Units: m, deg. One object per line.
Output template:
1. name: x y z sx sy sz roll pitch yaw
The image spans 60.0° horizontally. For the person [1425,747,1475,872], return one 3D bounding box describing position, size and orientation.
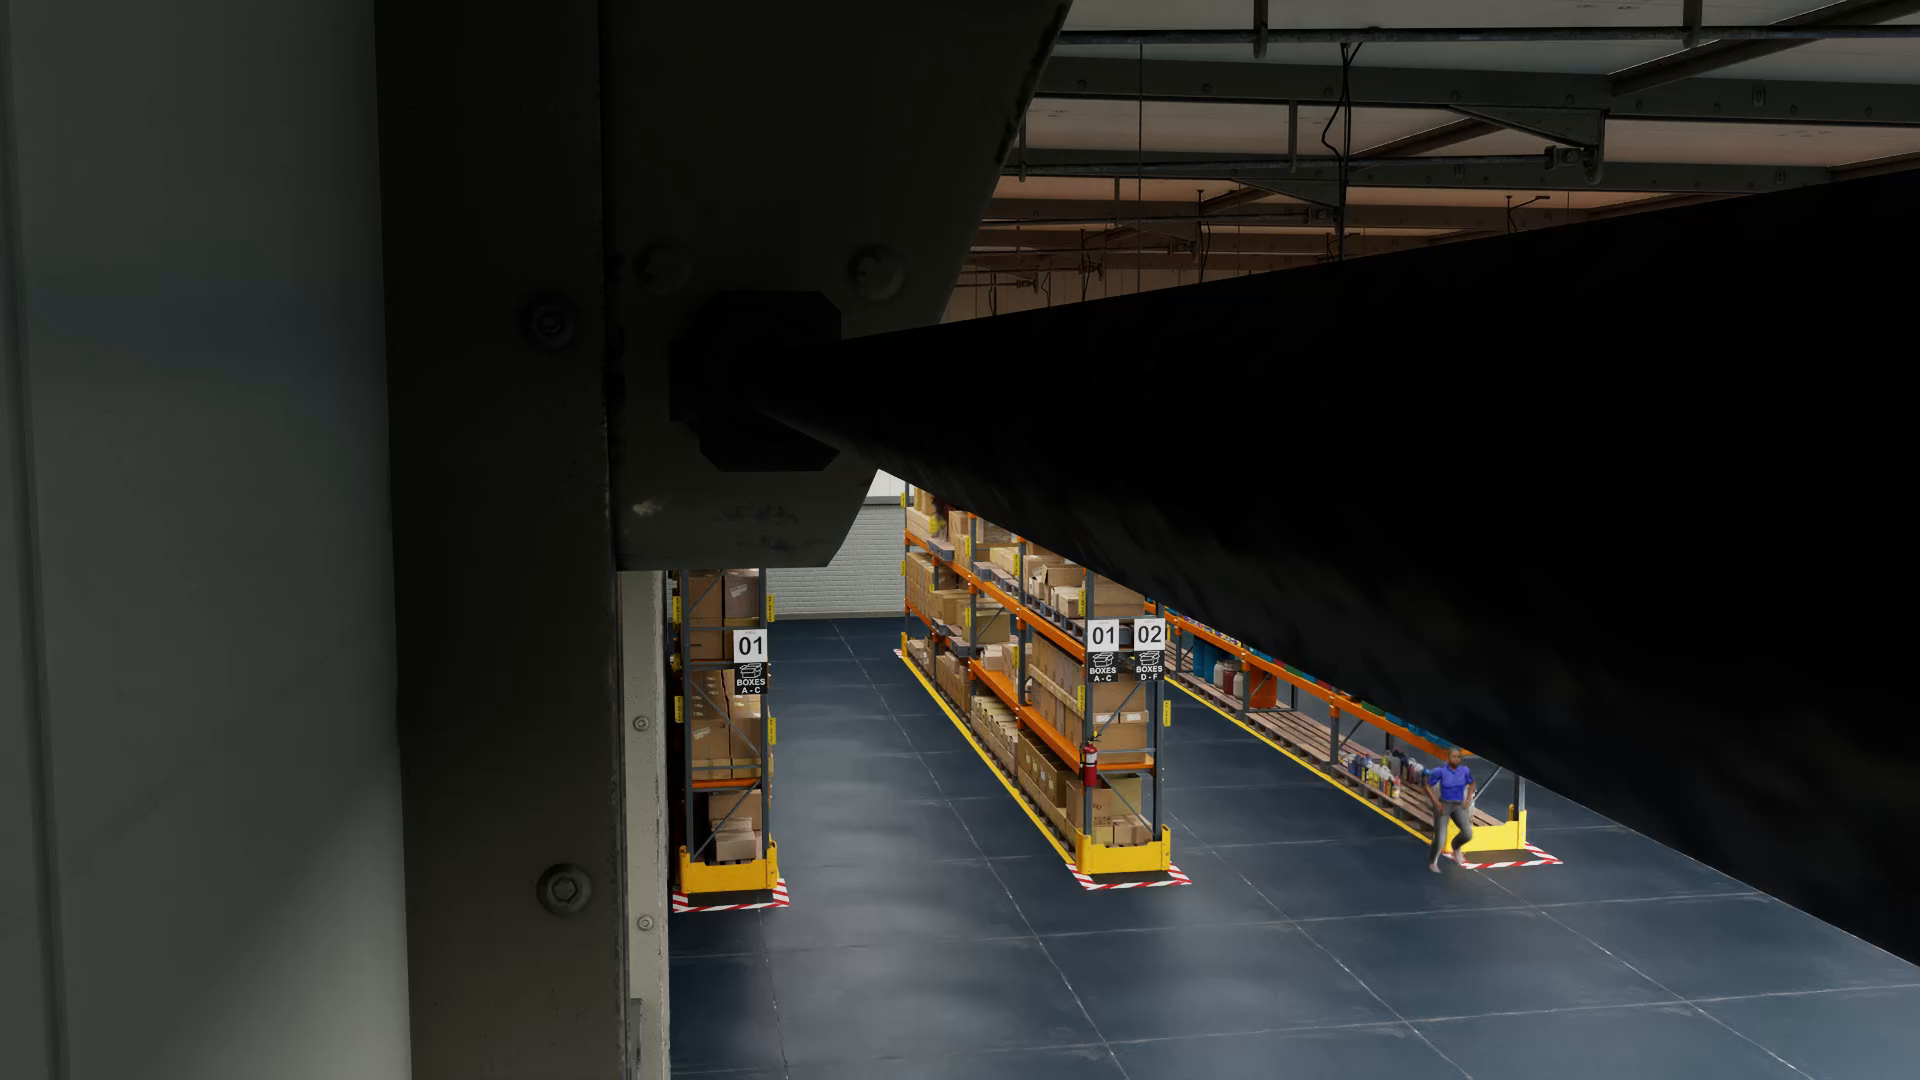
1. person: 6.198 3.407 20.890 0.673 1.617 0.528 -1 6 -9
